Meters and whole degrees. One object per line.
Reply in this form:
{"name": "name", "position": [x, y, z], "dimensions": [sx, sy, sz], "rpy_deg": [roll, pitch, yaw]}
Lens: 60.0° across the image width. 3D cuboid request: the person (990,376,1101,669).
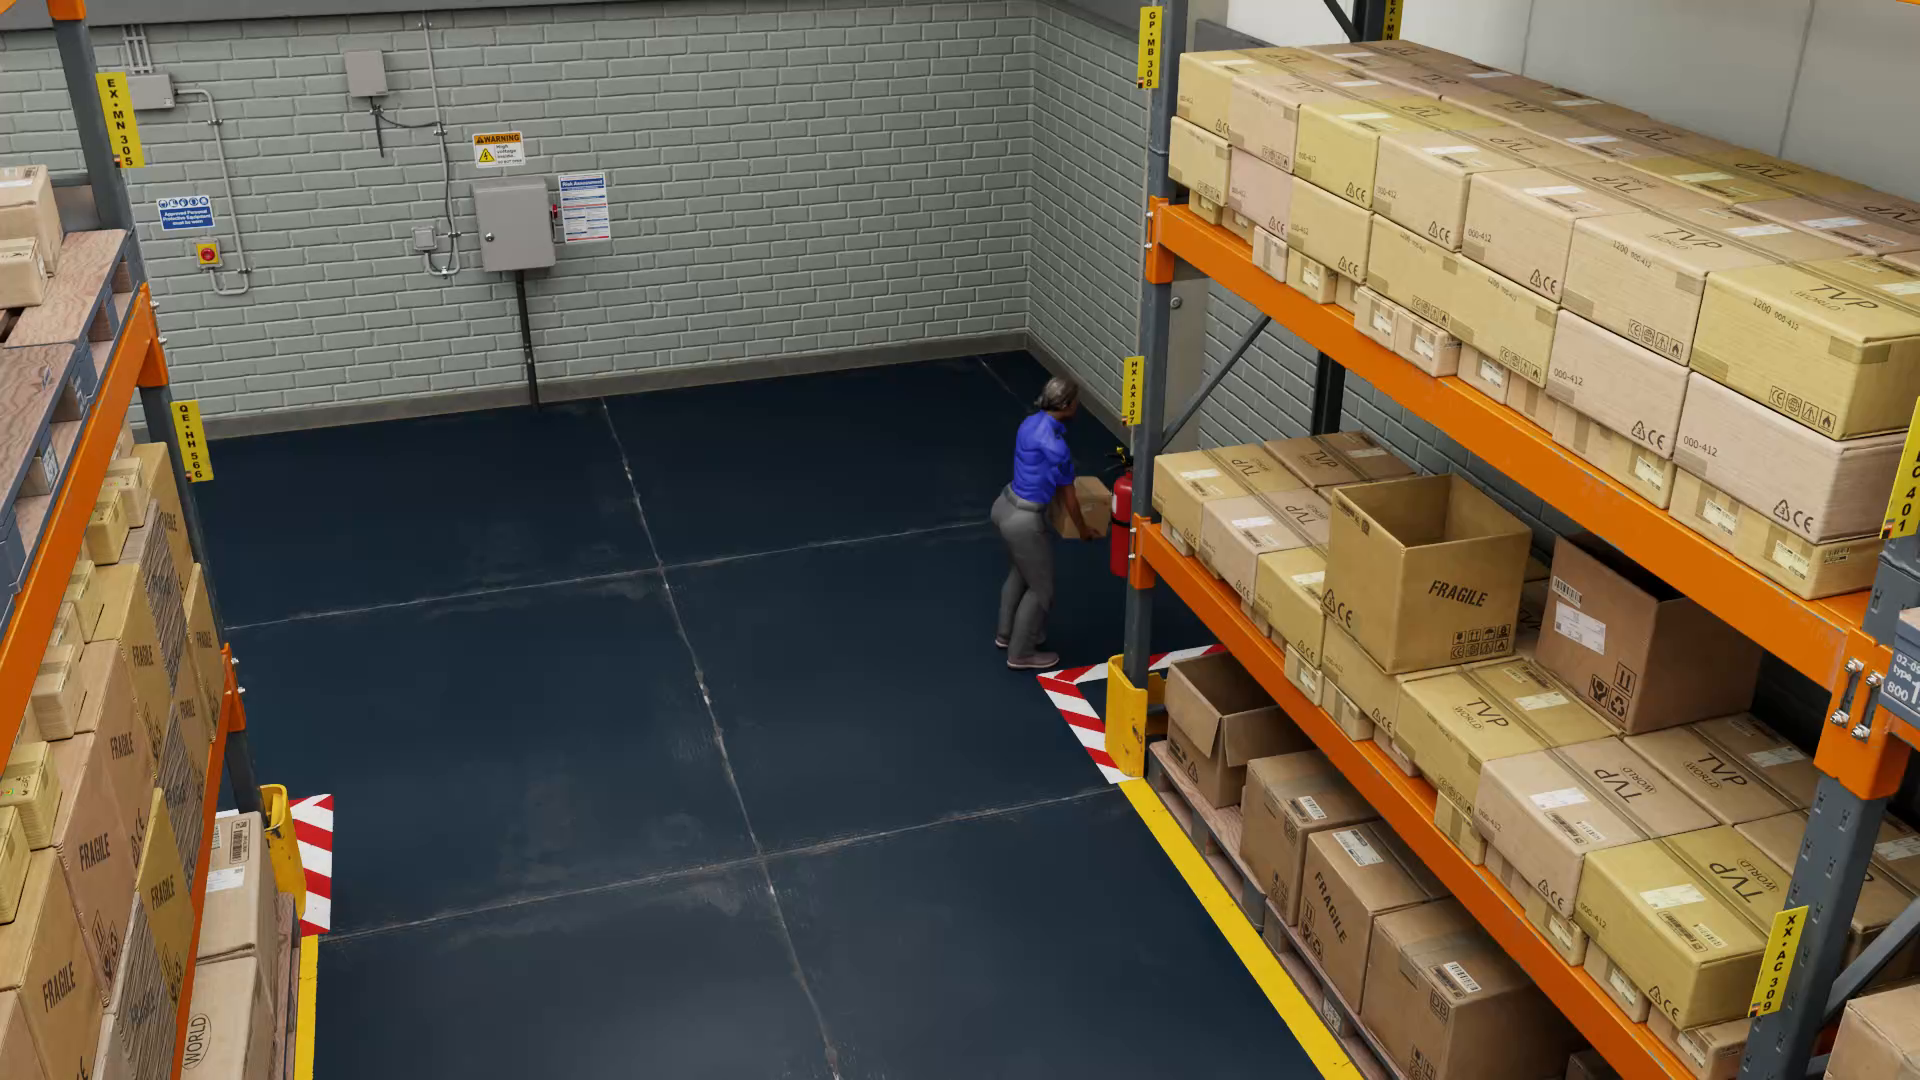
{"name": "person", "position": [0.445, -0.104, 8.882], "dimensions": [0.551, 1.621, 0.411], "rpy_deg": [-8, 28, -15]}
